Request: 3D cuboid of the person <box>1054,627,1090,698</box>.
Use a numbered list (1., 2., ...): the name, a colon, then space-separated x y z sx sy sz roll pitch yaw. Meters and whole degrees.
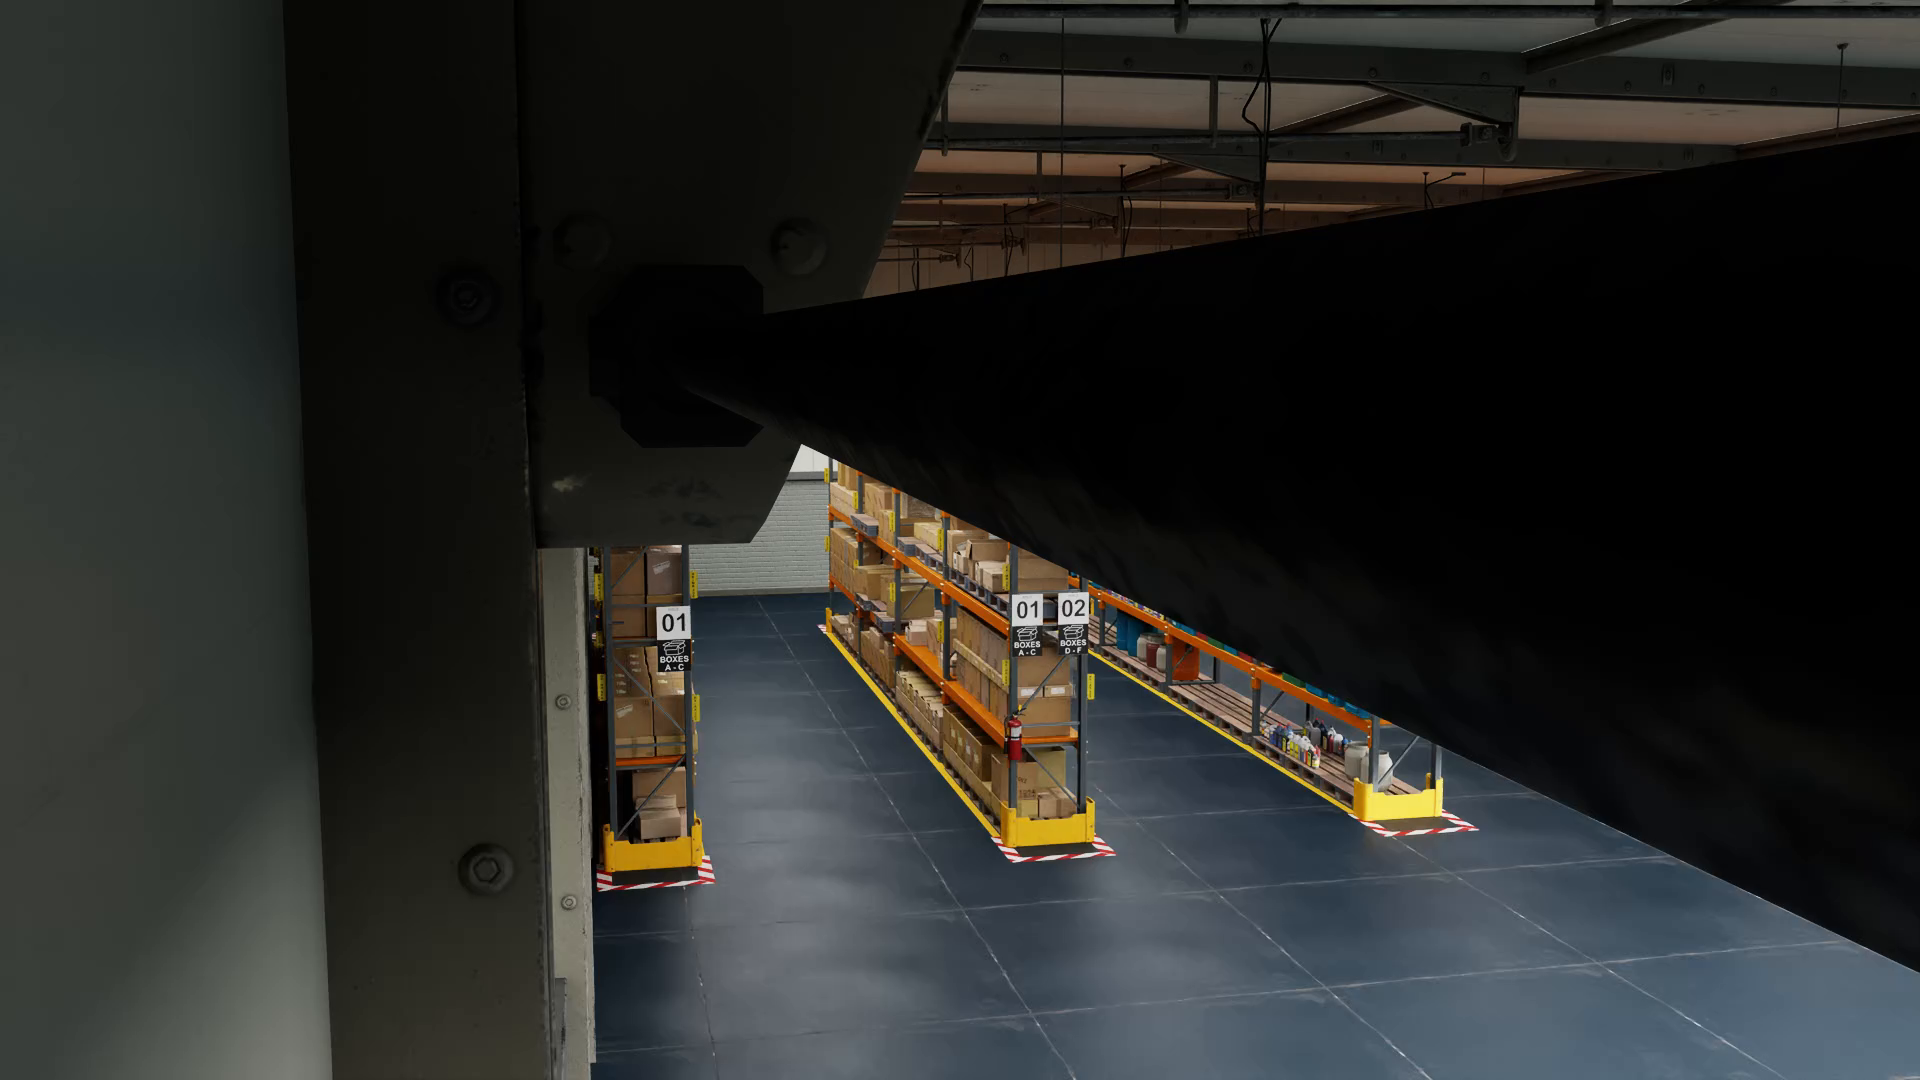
1. person: 1.936 1.801 28.802 0.580 1.717 0.824 -2 7 -17
